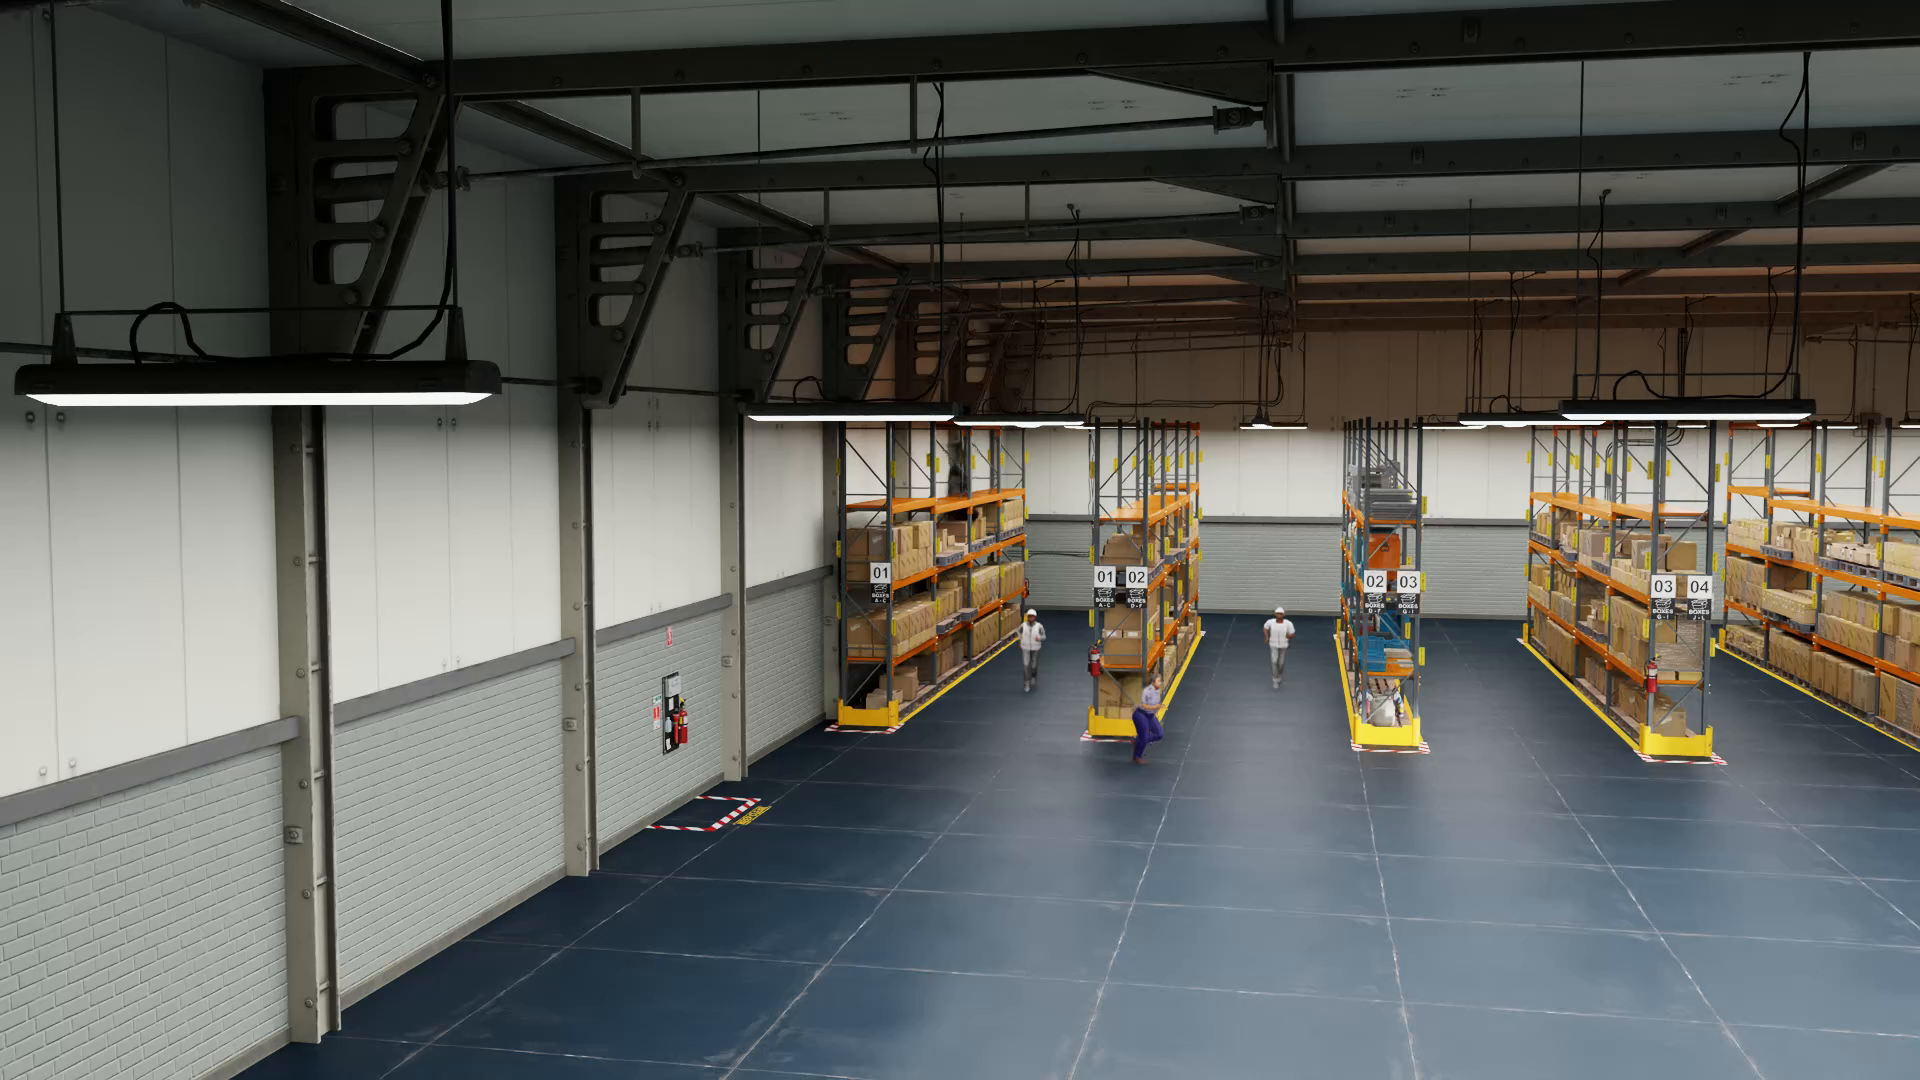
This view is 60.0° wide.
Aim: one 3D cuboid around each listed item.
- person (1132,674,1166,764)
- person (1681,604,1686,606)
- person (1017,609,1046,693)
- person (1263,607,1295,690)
[{"bbox_3d":[3.272,3.123,28.659,0.699,1.496,0.592,3,5,39],"label":"person"},{"bbox_3d":[19.327,1.992,44.697,0.766,1.693,0.664,-3,5,-40],"label":"person"},{"bbox_3d":[1.582,2.434,36.878,0.656,1.800,0.936,0,4,4],"label":"person"},{"bbox_3d":[7.163,2.408,37.314,0.690,1.794,0.938,0,4,8],"label":"person"}]
